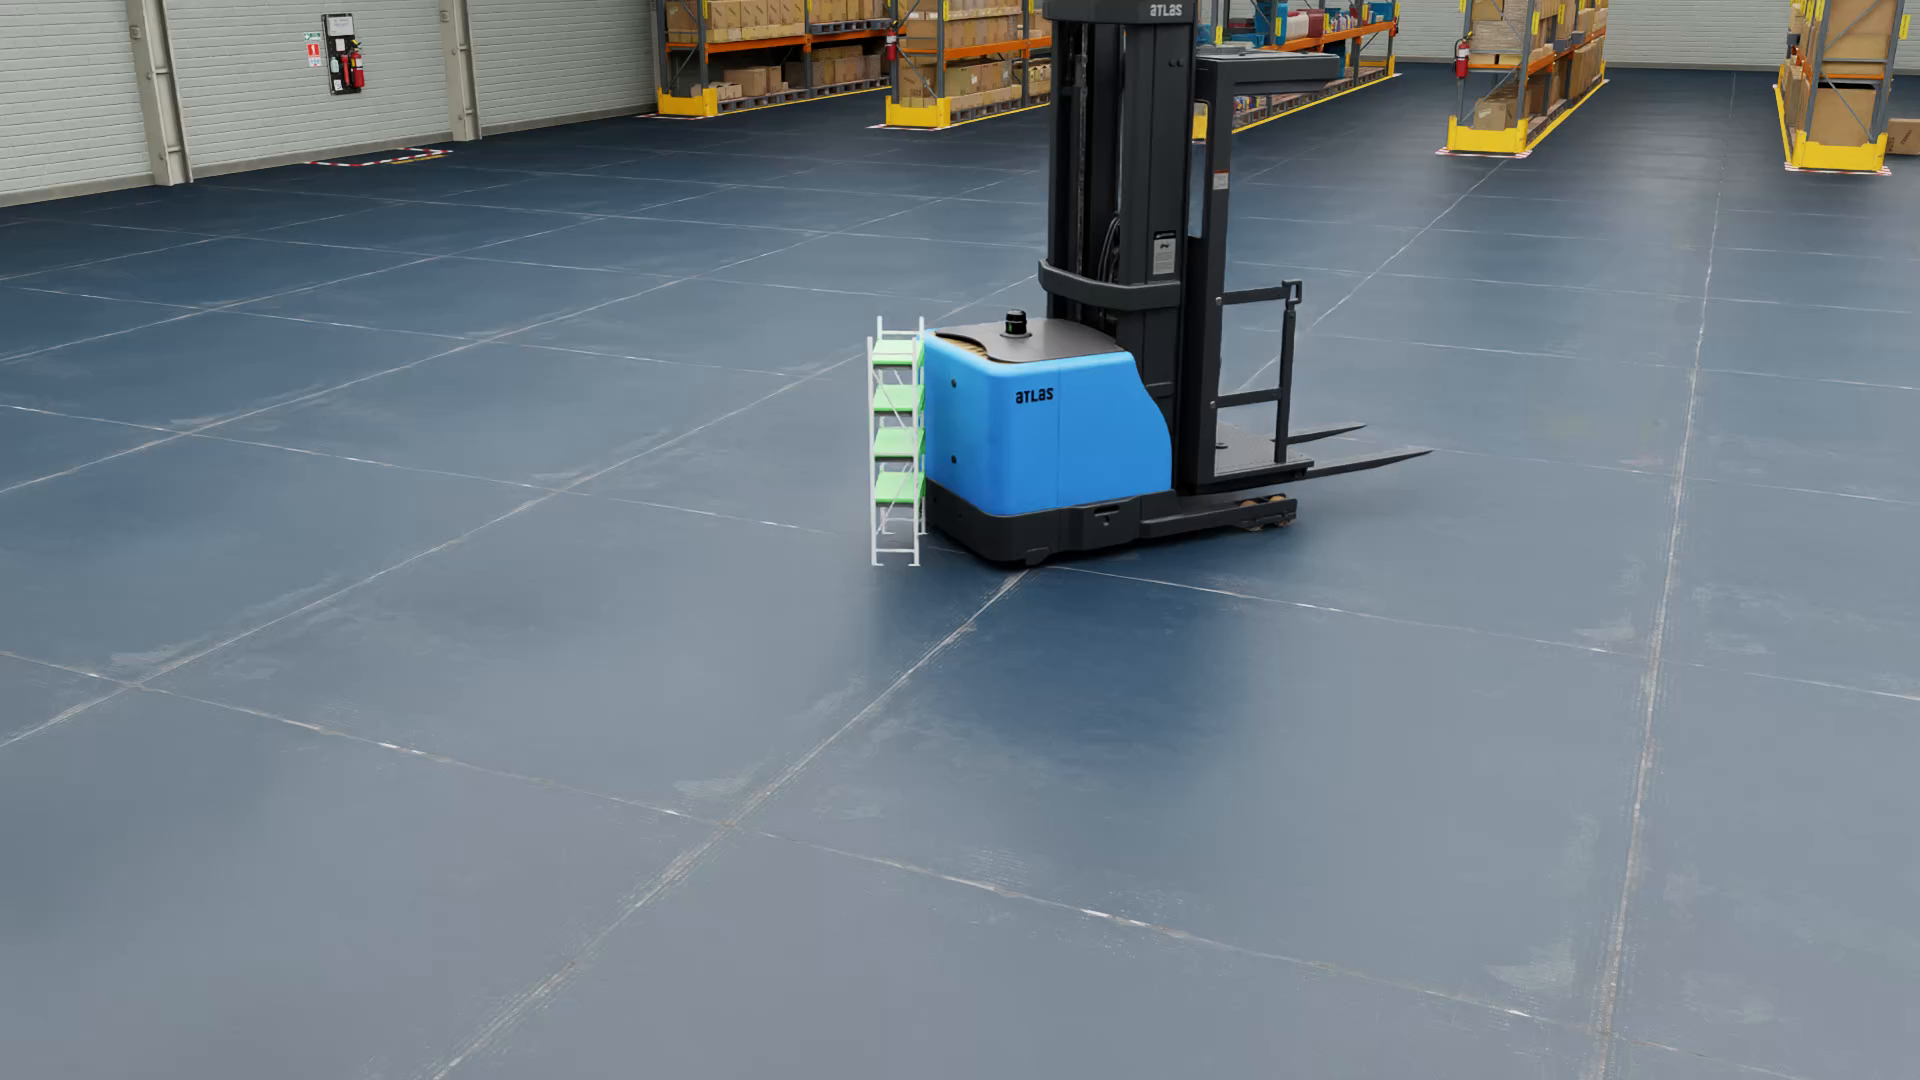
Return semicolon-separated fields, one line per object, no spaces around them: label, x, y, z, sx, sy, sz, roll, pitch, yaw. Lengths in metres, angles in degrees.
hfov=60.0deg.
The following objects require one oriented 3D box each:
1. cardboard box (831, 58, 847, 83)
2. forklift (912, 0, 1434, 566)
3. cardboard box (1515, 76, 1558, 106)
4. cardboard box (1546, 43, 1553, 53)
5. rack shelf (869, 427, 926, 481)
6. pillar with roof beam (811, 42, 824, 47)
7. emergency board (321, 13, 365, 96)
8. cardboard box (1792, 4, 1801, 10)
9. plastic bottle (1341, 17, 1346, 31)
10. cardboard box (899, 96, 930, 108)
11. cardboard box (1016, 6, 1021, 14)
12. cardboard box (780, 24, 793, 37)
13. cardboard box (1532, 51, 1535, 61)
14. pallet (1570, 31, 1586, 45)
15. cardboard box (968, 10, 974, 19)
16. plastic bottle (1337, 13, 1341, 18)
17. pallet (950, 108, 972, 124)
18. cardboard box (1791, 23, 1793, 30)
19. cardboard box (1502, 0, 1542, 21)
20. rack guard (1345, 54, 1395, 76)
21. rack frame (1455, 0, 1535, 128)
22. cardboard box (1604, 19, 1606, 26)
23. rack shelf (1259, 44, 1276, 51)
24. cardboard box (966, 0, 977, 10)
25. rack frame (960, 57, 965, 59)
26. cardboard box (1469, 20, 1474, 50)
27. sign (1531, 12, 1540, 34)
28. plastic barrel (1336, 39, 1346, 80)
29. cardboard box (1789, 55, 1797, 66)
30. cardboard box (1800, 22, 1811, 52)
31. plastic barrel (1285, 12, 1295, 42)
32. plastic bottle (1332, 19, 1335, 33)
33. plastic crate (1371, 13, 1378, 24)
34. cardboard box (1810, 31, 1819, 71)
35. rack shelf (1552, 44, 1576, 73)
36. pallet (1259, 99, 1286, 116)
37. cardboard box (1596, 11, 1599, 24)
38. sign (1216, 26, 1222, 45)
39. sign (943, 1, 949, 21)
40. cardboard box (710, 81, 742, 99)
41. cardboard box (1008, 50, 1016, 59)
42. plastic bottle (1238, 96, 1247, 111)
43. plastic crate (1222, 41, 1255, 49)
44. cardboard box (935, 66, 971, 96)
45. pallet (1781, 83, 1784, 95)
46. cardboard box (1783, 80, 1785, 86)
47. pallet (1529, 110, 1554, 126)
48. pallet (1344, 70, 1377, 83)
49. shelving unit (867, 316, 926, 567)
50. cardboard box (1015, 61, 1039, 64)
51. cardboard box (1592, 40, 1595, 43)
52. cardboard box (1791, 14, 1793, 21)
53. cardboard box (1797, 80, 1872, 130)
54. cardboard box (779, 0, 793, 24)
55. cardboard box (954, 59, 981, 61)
cardboard box;-2.935;-10.393;36.790;0.700;0.500;0.500;9;21;23
forklift;1.291;-1.575;9.023;3.031;2.935;1.130;-10;22;-25
cardboard box;10.865;-8.481;31.414;0.700;0.500;0.500;11;22;27
cardboard box;10.104;-8.557;28.929;0.380;0.149;0.250;9;21;23
rack shelf;-0.322;-0.453;8.643;0.258;0.148;0.480;1;20;3
pillar with roof beam;0.611;-14.001;34.907;9.100;9.000;0.400;9;21;23
emergency board;-9.277;-7.346;25.149;0.194;1.169;0.643;9;21;23
cardboard box;16.782;-10.578;33.097;0.380;0.149;0.250;8;21;22
plastic bottle;8.459;-11.418;36.783;0.152;0.276;0.135;9;21;23
cardboard box;-0.800;-8.026;30.538;0.500;0.250;0.500;9;21;23
cardboard box;0.972;-10.382;32.569;0.380;0.149;0.250;9;21;23
cardboard box;-3.762;-10.422;33.991;0.500;0.250;0.500;9;21;23
cardboard box;9.048;-7.798;26.794;0.380;0.149;0.250;9;21;23
pallet;11.367;-9.682;32.002;1.213;0.211;1.003;9;21;23
cardboard box;0.028;-9.678;30.589;0.380;0.149;0.250;8;21;21
plastic bottle;8.396;-11.521;36.962;0.144;0.351;0.185;9;21;23
pallet;-0.475;-7.845;30.713;1.003;0.211;1.213;9;21;23
cardboard box;16.142;-9.817;31.843;0.380;0.149;0.250;8;21;22
cardboard box;8.760;-8.348;25.881;0.500;0.500;0.500;9;21;23
rack guard;10.317;-11.961;41.856;1.175;0.500;0.348;9;21;23
rack frame;8.286;-7.559;25.747;1.000;3.000;0.127;9;21;23
cardboard box;14.888;-12.098;38.885;0.380;0.149;0.250;9;21;23
rack shelf;4.586;-8.511;29.498;1.077;0.370;4.000;9;21;23
cardboard box;-0.109;-10.051;30.668;0.700;0.500;0.500;9;21;23
rack frame;-0.357;-13.266;41.795;1.000;3.000;0.127;9;21;23
cardboard box;8.632;-8.080;26.619;0.875;0.500;0.500;9;21;23
sign;8.781;-7.892;25.393;0.100;0.325;0.005;9;21;23
plastic barrel;8.443;-10.952;37.793;0.600;0.901;0.708;9;21;23
cardboard box;17.140;-9.700;33.751;0.500;0.250;0.500;8;21;20
cardboard box;14.997;-8.778;29.026;0.500;0.500;0.500;8;21;22
plastic barrel;6.298;-10.012;32.442;0.433;0.535;0.433;0;20;0
plastic bottle;8.030;-11.064;35.777;0.061;0.283;0.133;9;21;23
plastic crate;9.712;-12.416;39.565;0.416;0.233;0.300;9;21;23
cardboard box;13.086;-7.209;24.539;0.875;0.550;0.550;9;21;23
rack shelf;10.743;-9.054;31.025;1.077;0.370;4.000;9;21;23
pallet;5.692;-8.393;32.254;1.003;0.211;1.213;9;21;23
cardboard box;13.840;-11.556;36.766;0.500;0.250;0.500;8;21;22
sign;4.267;-8.292;27.396;0.100;0.325;0.005;9;21;23
sign;-0.246;-9.287;29.195;0.100;0.325;0.005;9;21;23
cardboard box;-4.672;-8.912;32.907;0.500;0.311;0.500;11;22;27
cardboard box;1.086;-13.282;44.942;0.700;0.500;0.500;9;21;23
plastic bottle;5.124;-7.942;30.234;0.152;0.276;0.135;9;21;24
plastic crate;4.972;-8.806;29.647;0.530;0.136;0.437;9;21;23
cardboard box;-0.125;-8.462;30.643;0.500;0.500;0.500;9;21;23
pallet;18.425;-9.786;36.172;1.003;0.211;1.213;9;21;23
cardboard box;17.957;-9.854;35.827;0.380;0.149;0.250;9;21;23
pallet;10.241;-7.706;30.323;1.003;0.211;1.213;9;21;23
pallet;9.445;-11.198;40.140;1.003;0.211;1.213;9;21;23
shelving unit;-0.322;-0.513;8.622;0.258;1.200;0.503;1;20;3
cardboard box;1.415;-9.937;35.074;0.500;0.311;0.500;8;21;22
cardboard box;13.543;-10.615;36.884;0.875;0.875;0.875;9;21;23
cardboard box;16.464;-10.200;32.477;0.380;0.149;0.250;8;21;22
cardboard box;13.346;-6.530;25.398;0.875;0.875;0.875;8;21;22
cardboard box;-3.744;-10.773;33.858;0.500;0.500;0.500;8;21;22
cardboard box;0.215;-9.145;32.565;0.500;0.500;0.500;9;21;23
